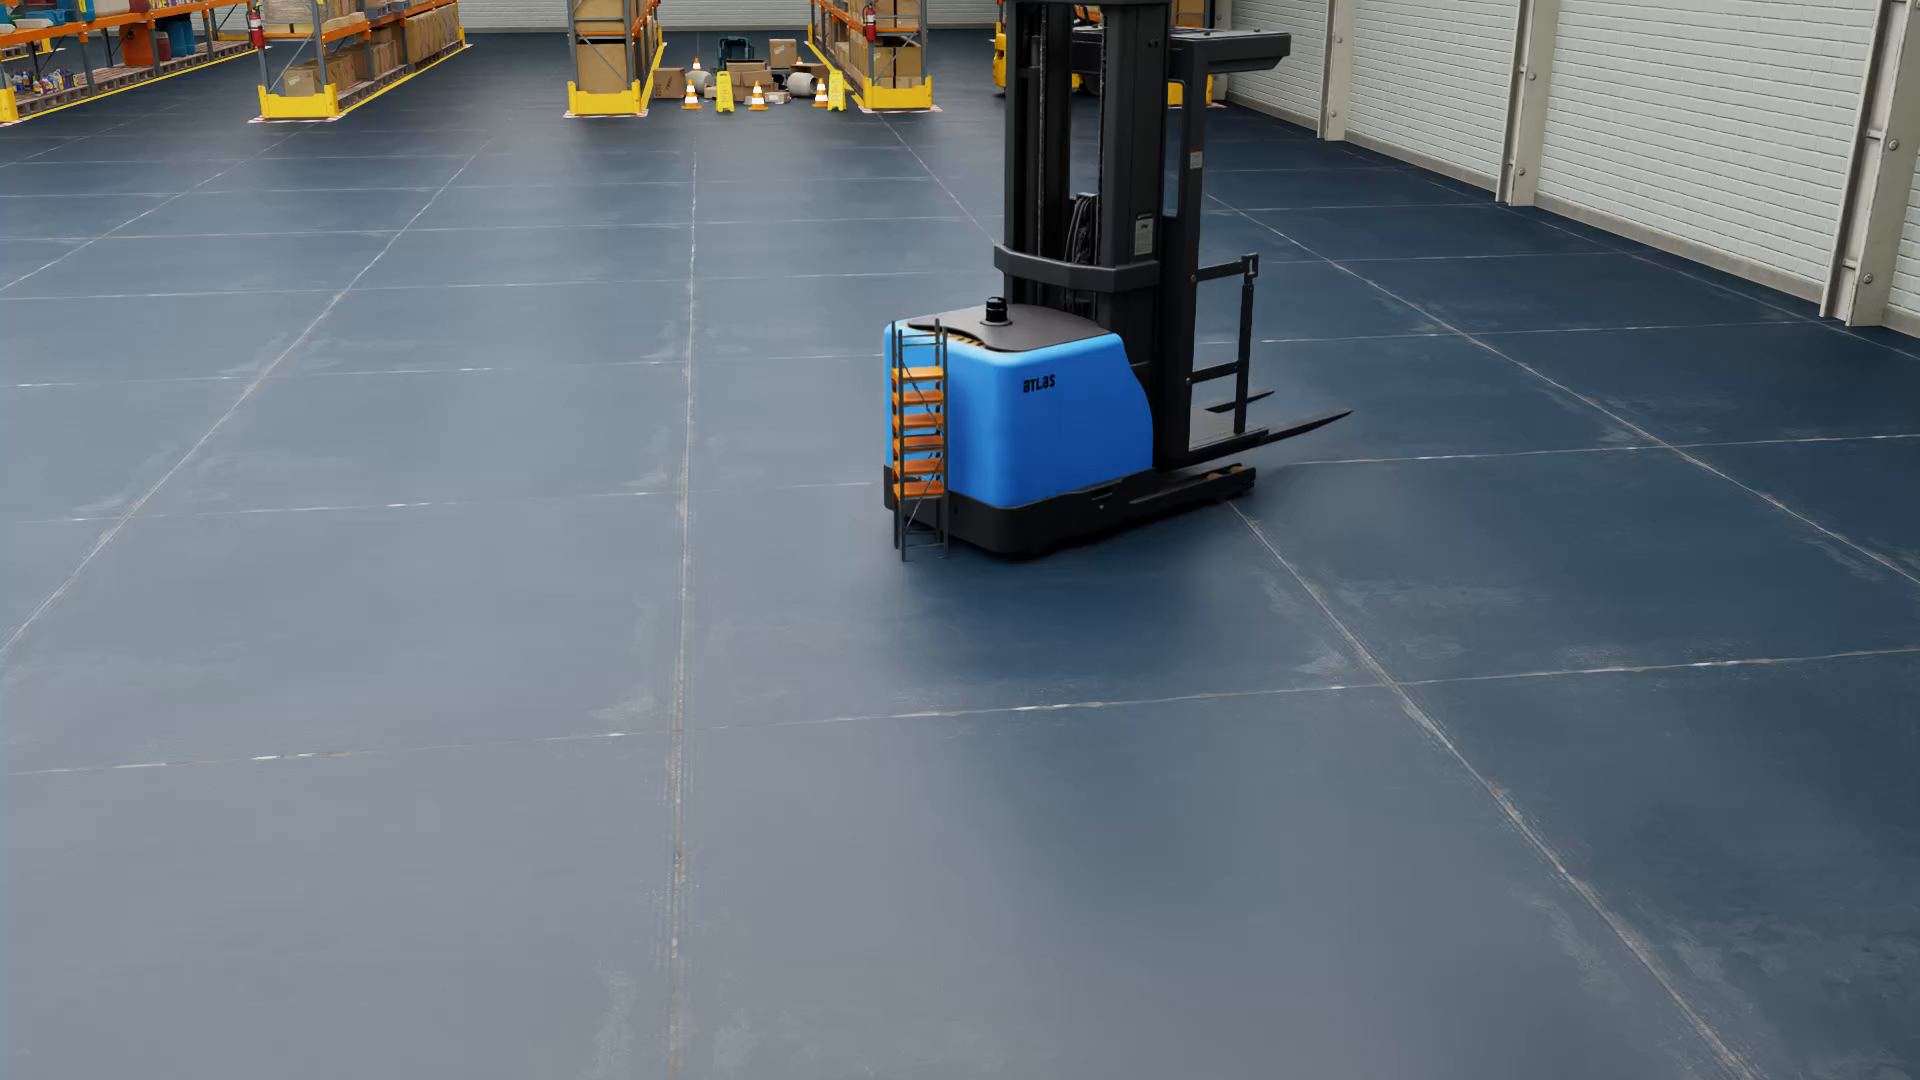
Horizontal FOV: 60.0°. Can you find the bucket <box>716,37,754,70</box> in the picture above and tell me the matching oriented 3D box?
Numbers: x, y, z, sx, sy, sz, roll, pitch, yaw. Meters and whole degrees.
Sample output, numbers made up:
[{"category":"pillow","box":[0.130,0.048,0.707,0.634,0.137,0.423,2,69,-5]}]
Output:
[{"category":"bucket","box":[-4.227,-9.231,31.649,0.726,0.611,0.620,4,11,11]}]

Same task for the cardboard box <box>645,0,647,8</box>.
[{"category":"cardboard box","box":[-6.774,-11.272,34.466,0.500,0.500,0.500,-3,21,-8]}]

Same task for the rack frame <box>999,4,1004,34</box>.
[{"category":"rack frame","box":[1.538,-14.674,43.717,1.000,3.000,0.127,-3,21,-8]}]

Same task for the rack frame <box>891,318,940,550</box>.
[{"category":"rack frame","box":[-0.220,-0.522,8.398,0.240,1.200,0.006,-5,21,-12]}]

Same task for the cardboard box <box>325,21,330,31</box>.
[{"category":"cardboard box","box":[-10.717,-8.551,27.681,0.380,0.149,0.250,-3,21,-8]}]

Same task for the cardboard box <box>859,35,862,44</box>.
[{"category":"cardboard box","box":[-1.593,-8.921,29.646,0.380,0.149,0.250,-3,21,-7]}]

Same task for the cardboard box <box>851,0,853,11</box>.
[{"category":"cardboard box","box":[-1.761,-10.115,30.942,0.500,0.500,0.500,-3,21,-8]}]

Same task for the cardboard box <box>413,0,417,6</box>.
[{"category":"cardboard box","box":[-11.982,-11.737,35.711,0.500,0.500,0.500,-3,21,-9]}]

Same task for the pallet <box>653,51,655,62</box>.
[{"category":"pallet","box":[-7.567,-11.177,38.340,1.003,0.211,1.213,-3,21,-8]}]

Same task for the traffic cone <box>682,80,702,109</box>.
[{"category":"traffic cone","box":[-4.622,-7.665,28.577,0.336,0.463,0.334,-3,21,-8]}]

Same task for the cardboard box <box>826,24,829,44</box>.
[{"category":"cardboard box","box":[-2.781,-12.257,40.307,0.875,0.438,0.875,-3,21,-9]}]

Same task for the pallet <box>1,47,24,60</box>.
[{"category":"pallet","box":[-22.684,-11.394,38.921,1.003,0.211,1.213,-3,21,-8]}]

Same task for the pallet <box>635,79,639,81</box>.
[{"category":"pallet","box":[-6.496,-8.409,30.930,1.003,0.211,1.213,-3,21,-8]}]

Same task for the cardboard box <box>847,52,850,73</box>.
[{"category":"cardboard box","box":[-1.722,-9.415,32.791,0.950,0.372,0.625,-3,21,-7]}]

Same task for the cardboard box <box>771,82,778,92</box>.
[{"category":"cardboard box","box":[-3.650,-8.596,31.353,0.396,0.266,0.258,17,27,39]}]

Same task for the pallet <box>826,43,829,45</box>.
[{"category":"pallet","box":[-2.829,-11.998,40.539,1.003,0.211,1.213,-3,21,-8]}]

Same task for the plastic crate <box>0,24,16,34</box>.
[{"category":"plastic crate","box":[-15.586,-8.335,27.123,0.298,0.136,0.250,-3,21,-8]}]

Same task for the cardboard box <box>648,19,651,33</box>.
[{"category":"cardboard box","box":[-7.096,-11.343,36.700,0.500,0.250,0.500,-3,21,-7]}]

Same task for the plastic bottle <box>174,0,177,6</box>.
[{"category":"plastic bottle","box":[-16.872,-11.607,35.673,0.061,0.283,0.133,-3,21,-8]}]

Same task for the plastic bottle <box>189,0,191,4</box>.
[{"category":"plastic bottle","box":[-17.076,-11.983,36.690,0.152,0.276,0.135,-3,21,-8]}]

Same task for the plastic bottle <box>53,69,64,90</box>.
[{"category":"plastic bottle","box":[-15.899,-8.096,29.263,0.144,0.351,0.185,-3,21,-8]}]

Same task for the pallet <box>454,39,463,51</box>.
[{"category":"pallet","box":[-12.988,-12.343,41.462,1.003,0.211,1.213,-3,21,-8]}]

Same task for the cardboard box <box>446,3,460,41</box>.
[{"category":"cardboard box","box":[-13.009,-12.906,41.421,0.875,0.875,0.875,-3,21,-8]}]

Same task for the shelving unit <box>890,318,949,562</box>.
[{"category":"shelving unit","box":[-0.200,-0.491,8.315,0.258,1.200,0.189,-5,21,-12]}]

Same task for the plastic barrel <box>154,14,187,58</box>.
[{"category":"plastic barrel","box":[-17.341,-11.067,36.459,0.600,0.901,0.708,-3,21,-8]}]

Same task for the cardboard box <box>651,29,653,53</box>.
[{"category":"cardboard box","box":[-7.251,-11.357,37.809,0.500,0.500,0.500,-3,21,-9]}]

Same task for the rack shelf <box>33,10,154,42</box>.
[{"category":"rack shelf","box":[-16.640,-9.873,31.892,1.077,0.370,4.000,-3,21,-8]}]

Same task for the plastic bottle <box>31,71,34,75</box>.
[{"category":"plastic bottle","box":[-16.561,-8.214,29.675,0.061,0.283,0.133,-3,21,-8]}]

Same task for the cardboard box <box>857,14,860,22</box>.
[{"category":"cardboard box","box":[-1.677,-9.495,30.211,0.380,0.149,0.250,-3,21,-8]}]

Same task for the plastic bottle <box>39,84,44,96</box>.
[{"category":"plastic bottle","box":[-15.743,-7.707,28.436,0.097,0.201,0.097,0,20,0]}]

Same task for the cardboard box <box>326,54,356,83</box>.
[{"category":"cardboard box","box":[-11.432,-8.653,30.569,0.500,0.500,0.500,-4,21,-9]}]

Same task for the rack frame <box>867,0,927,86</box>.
[{"category":"rack frame","box":[-1.067,-8.882,28.211,1.000,3.000,0.127,-3,21,-8]}]

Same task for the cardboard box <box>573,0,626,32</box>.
[{"category":"cardboard box","box":[-6.049,-8.794,27.761,0.875,0.550,0.550,-3,21,-8]}]

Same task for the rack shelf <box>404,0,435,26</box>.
[{"category":"rack shelf","box":[-12.315,-11.508,36.269,1.077,0.370,4.000,-3,21,-8]}]

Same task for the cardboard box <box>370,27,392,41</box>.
[{"category":"cardboard box","box":[-11.901,-10.308,33.901,0.500,0.250,0.500,-2,21,-6]}]

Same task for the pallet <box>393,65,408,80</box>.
[{"category":"pallet","box":[-11.916,-9.576,34.052,1.003,0.211,1.213,-3,21,-8]}]

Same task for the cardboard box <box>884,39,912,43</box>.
[{"category":"cardboard box","box":[-1.143,-8.983,30.739,0.500,0.500,0.500,-2,21,-5]}]

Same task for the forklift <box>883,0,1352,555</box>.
[{"category":"forklift","box":[1.038,-1.705,9.091,3.031,2.935,1.130,-17,26,-37]}]

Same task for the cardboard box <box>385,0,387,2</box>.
[{"category":"cardboard box","box":[-11.519,-10.723,32.730,0.396,0.266,0.258,-4,21,-9]}]

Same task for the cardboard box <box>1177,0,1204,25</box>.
[{"category":"cardboard box","box":[4.047,-9.366,29.364,0.500,0.500,0.500,-2,21,-6]}]

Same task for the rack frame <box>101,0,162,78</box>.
[{"category":"rack frame","box":[-16.928,-10.903,33.620,1.000,3.000,0.127,-3,21,-8]}]

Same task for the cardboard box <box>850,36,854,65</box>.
[{"category":"cardboard box","box":[-1.826,-9.309,31.612,0.500,0.500,0.500,-2,21,-5]}]

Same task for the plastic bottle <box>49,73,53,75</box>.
[{"category":"plastic bottle","box":[-16.089,-8.157,29.532,0.152,0.276,0.135,-3,21,-8]}]

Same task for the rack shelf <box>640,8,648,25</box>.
[{"category":"rack shelf","box":[-6.816,-10.338,33.137,1.077,0.370,4.000,-3,21,-8]}]

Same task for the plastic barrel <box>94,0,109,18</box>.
[{"category":"plastic barrel","box":[-16.378,-10.178,31.485,0.433,0.535,0.433,0,20,0]}]

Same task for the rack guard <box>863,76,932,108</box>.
[{"category":"rack guard","box":[-1.078,-7.738,28.719,1.175,0.500,0.348,-3,21,-8]}]

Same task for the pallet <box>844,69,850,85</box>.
[{"category":"pallet","box":[-1.758,-9.231,33.129,1.003,0.211,1.213,-3,21,-8]}]

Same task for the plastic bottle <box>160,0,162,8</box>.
[{"category":"plastic bottle","box":[-16.746,-11.224,34.763,0.097,0.201,0.097,0,20,0]}]
